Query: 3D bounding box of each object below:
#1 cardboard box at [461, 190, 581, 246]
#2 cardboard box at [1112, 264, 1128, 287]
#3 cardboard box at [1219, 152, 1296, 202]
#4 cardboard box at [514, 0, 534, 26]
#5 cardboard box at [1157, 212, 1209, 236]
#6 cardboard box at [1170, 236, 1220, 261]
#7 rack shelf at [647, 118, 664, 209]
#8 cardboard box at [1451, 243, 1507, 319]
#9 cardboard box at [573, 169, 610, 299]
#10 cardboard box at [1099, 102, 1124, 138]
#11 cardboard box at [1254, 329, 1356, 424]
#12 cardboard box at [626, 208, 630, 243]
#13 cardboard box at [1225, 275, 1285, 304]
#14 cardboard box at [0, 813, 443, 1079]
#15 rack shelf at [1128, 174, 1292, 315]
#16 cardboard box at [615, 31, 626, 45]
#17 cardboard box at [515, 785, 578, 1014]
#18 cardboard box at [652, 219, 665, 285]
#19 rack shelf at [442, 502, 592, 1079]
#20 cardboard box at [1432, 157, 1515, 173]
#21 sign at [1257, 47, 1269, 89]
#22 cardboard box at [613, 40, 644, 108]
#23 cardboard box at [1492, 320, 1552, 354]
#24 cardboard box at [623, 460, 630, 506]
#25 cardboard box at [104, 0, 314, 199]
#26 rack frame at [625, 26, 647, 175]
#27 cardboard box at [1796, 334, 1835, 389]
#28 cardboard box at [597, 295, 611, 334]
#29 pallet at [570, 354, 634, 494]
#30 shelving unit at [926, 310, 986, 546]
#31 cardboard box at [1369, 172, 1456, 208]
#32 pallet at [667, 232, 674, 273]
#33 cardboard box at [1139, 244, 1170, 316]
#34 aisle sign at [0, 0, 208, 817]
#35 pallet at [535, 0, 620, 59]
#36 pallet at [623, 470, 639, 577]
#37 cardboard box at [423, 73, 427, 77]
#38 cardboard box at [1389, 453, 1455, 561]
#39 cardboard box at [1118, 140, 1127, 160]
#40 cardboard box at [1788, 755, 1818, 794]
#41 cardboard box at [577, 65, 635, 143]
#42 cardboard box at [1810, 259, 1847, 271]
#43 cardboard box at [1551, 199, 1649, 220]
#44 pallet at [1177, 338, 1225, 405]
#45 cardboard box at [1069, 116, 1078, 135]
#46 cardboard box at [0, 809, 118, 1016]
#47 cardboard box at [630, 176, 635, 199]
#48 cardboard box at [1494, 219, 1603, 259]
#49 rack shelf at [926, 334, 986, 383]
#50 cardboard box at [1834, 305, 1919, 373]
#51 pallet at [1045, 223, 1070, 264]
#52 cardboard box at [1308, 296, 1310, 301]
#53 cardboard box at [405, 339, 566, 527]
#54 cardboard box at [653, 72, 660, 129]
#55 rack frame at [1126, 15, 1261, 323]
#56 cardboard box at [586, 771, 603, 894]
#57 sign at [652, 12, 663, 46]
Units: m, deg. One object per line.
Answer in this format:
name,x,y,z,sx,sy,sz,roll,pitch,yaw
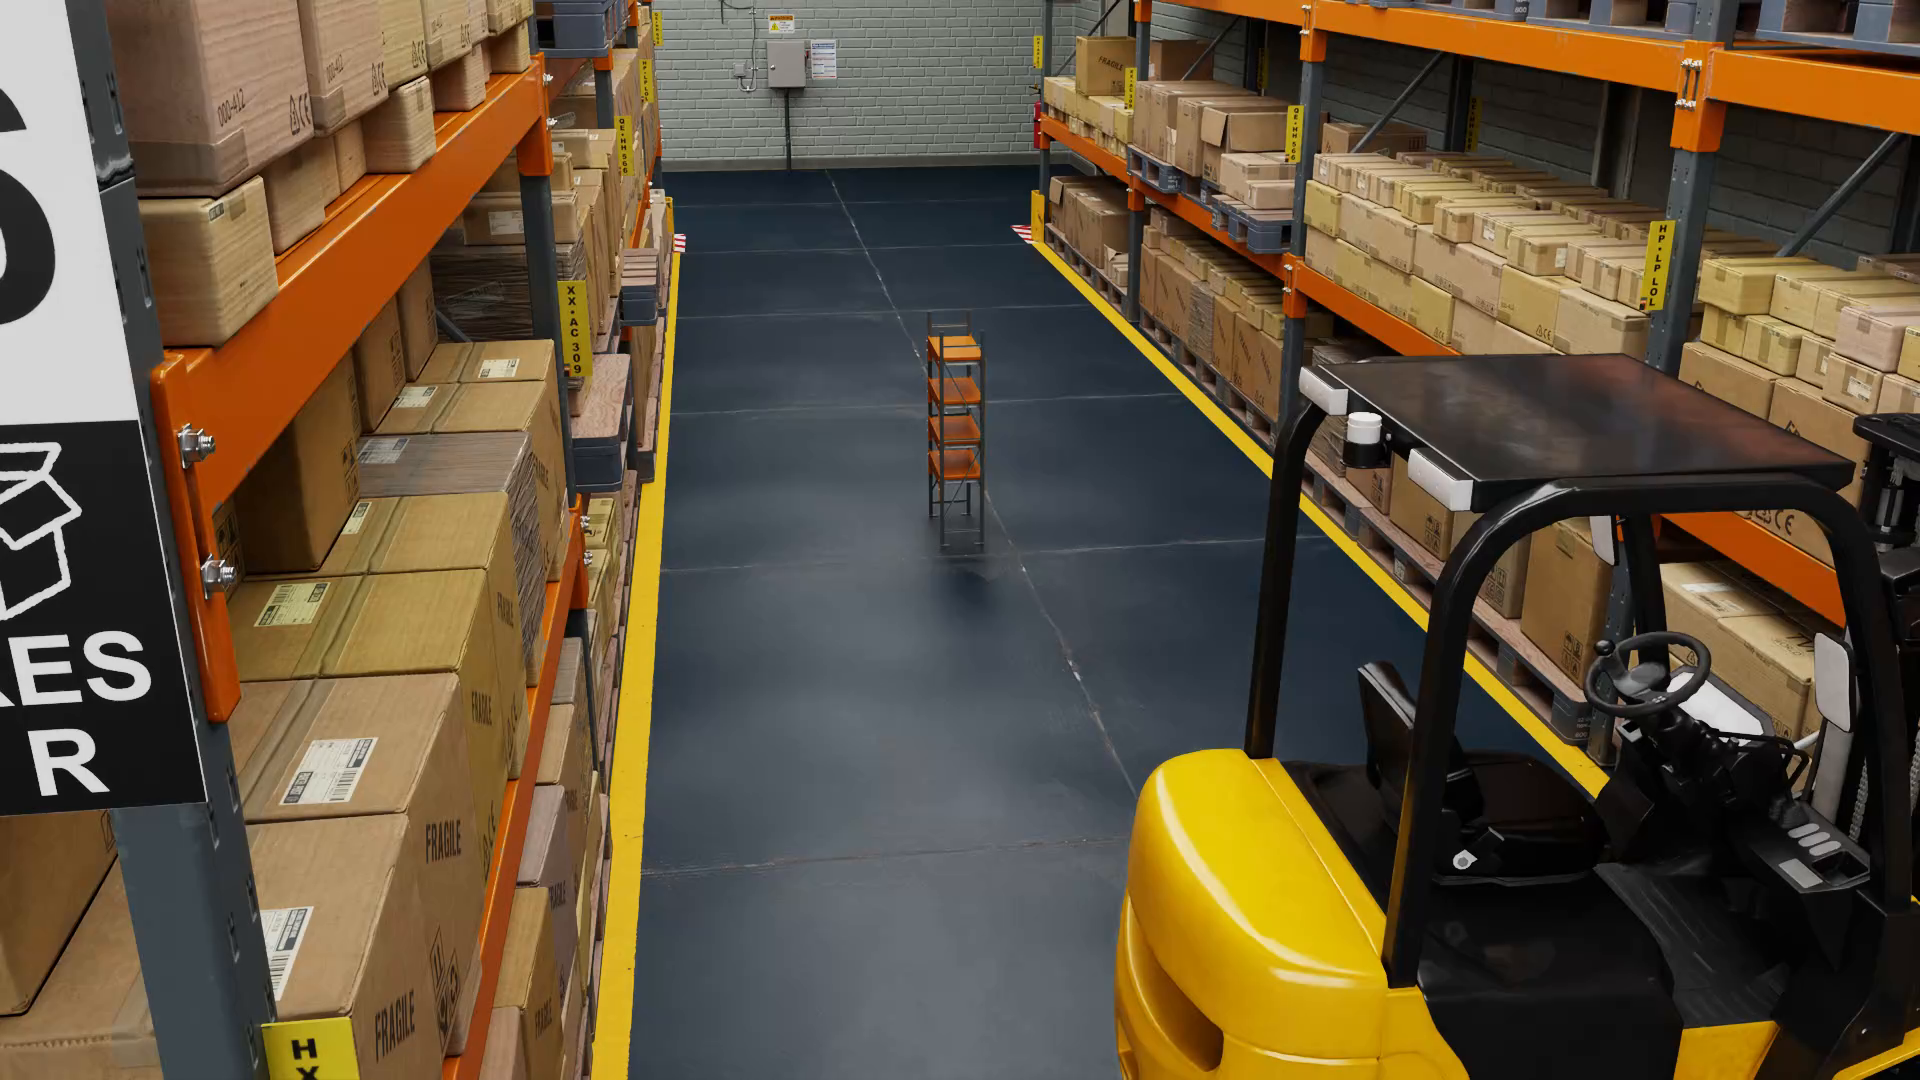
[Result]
cardboard box,-1.550,-1.140,5.887,0.380,0.149,0.250,-3,21,-8
cardboard box,1.555,-2.334,14.652,0.380,0.149,0.250,-4,21,-9
cardboard box,2.030,-2.385,10.929,0.500,0.250,0.500,-4,21,-10
cardboard box,-1.502,-1.607,4.735,0.500,0.250,0.500,-3,21,-8
cardboard box,1.799,-2.538,13.345,0.380,0.149,0.250,-4,21,-10
cardboard box,1.879,-2.306,13.149,0.380,0.149,0.250,-4,21,-11
rack shelf,-3.273,-3.398,15.056,1.077,0.370,4.000,-3,21,-8
cardboard box,2.606,-1.201,7.644,0.500,0.250,0.500,-3,21,-7
cardboard box,-1.831,-1.355,7.389,0.500,0.500,0.500,-4,21,-10
cardboard box,1.524,-3.700,14.626,0.500,0.250,0.500,-3,21,-8
cardboard box,2.229,-1.071,10.769,0.500,0.500,0.500,-2,21,-6
cardboard box,-2.322,-1.947,10.355,0.500,0.250,0.500,-4,21,-9
cardboard box,2.087,-1.764,11.697,0.380,0.149,0.250,-3,21,-9
cardboard box,-1.049,0.748,2.359,0.500,0.500,0.500,-3,21,-9
rack shelf,2.214,-2.265,12.022,1.077,0.370,4.000,-3,21,-8
cardboard box,-2.774,-3.984,13.098,0.380,0.149,0.250,-3,21,-9
cardboard box,-1.331,1.011,4.480,0.500,0.500,0.500,-2,21,-5
cardboard box,-3.099,-2.572,14.877,0.875,0.438,0.875,-4,21,-9
rack shelf,-1.544,0.756,3.932,1.077,0.370,4.000,-3,21,-8
cardboard box,2.898,-2.073,9.409,0.380,0.149,0.250,-2,21,-6
sign,2.475,-3.866,13.625,0.100,0.325,0.005,-3,21,-8
cardboard box,-2.814,-3.735,13.358,0.500,0.500,0.500,-3,21,-7
cardboard box,2.670,-0.789,7.257,0.500,0.250,0.500,-3,21,-8
cardboard box,-2.337,-0.428,9.229,0.950,0.372,0.625,-4,21,-11
cardboard box,-1.064,-0.550,1.903,0.500,0.250,0.500,-3,21,-9
rack frame,-2.985,-3.043,13.076,1.000,3.000,0.127,-3,21,-8
cardboard box,2.969,-0.573,5.394,0.380,0.149,0.250,-3,21,-8
cardboard box,-1.759,-1.012,7.397,0.380,0.149,0.250,-2,21,-6
pallet,-1.798,-0.455,6.422,1.003,0.211,1.213,-3,21,-8
shelving unit,-0.024,-0.619,9.160,0.258,1.200,0.503,-3,21,-8
cardboard box,2.410,-1.865,8.853,0.380,0.149,0.250,-3,21,-7
pallet,-3.369,-2.849,16.541,1.003,0.211,1.213,-3,21,-8
cardboard box,1.773,-2.141,13.635,0.500,0.500,0.500,-2,21,-5
aisle sign,-0.940,-0.100,1.481,0.394,0.787,0.004,-3,21,-8
pallet,-1.816,-1.809,5.755,1.213,0.211,1.003,-3,21,-8
pallet,-2.297,-0.081,9.131,1.003,0.211,1.213,-3,21,-8
cardboard box,-1.250,-0.843,3.258,0.380,0.149,0.250,-3,21,-9
cardboard box,2.778,-0.318,8.575,0.875,0.625,0.625,-4,21,-10
cardboard box,1.571,-3.364,14.294,0.380,0.149,0.250,-2,21,-6
cardboard box,2.979,0.865,5.230,0.500,0.250,0.500,-3,21,-8
cardboard box,-2.447,-2.882,11.074,0.500,0.500,0.500,-3,21,-7
cardboard box,3.241,-1.008,6.557,0.380,0.149,0.250,-3,21,-9
cardboard box,3.067,-1.538,7.977,0.380,0.149,0.250,-3,21,-7
pallet,2.260,-1.285,12.355,1.003,0.211,1.213,-3,21,-8
cardboard box,1.262,-3.986,15.959,0.380,0.149,0.250,-4,21,-9
cardboard box,-1.545,0.292,2.151,0.700,0.500,0.500,-3,21,-9
cardboard box,-2.370,-2.362,10.753,0.500,0.250,0.500,-3,21,-8
cardboard box,2.627,-1.336,7.437,0.380,0.149,0.250,-3,21,-9
rack shelf,-0.024,-0.988,9.022,0.258,0.148,0.480,-3,21,-8
cardboard box,2.940,-0.621,5.097,0.380,0.149,0.250,-2,21,-7
pallet,1.476,-3.071,17.136,1.003,0.211,1.213,-3,21,-8
cardboard box,2.576,-1.798,11.787,0.380,0.149,0.250,-3,21,-9
cardboard box,-1.522,-0.318,5.212,0.500,0.500,0.500,-3,21,-9
cardboard box,-3.230,-4.321,16.355,0.500,0.500,0.500,-3,21,-7
rack frame,1.926,-3.294,13.750,1.000,3.000,0.127,-3,21,-8
cardboard box,-1.481,1.010,5.556,0.500,0.250,0.500,-2,21,-5
sign,-3.023,-5.104,16.600,0.100,0.325,0.005,-3,21,-8
